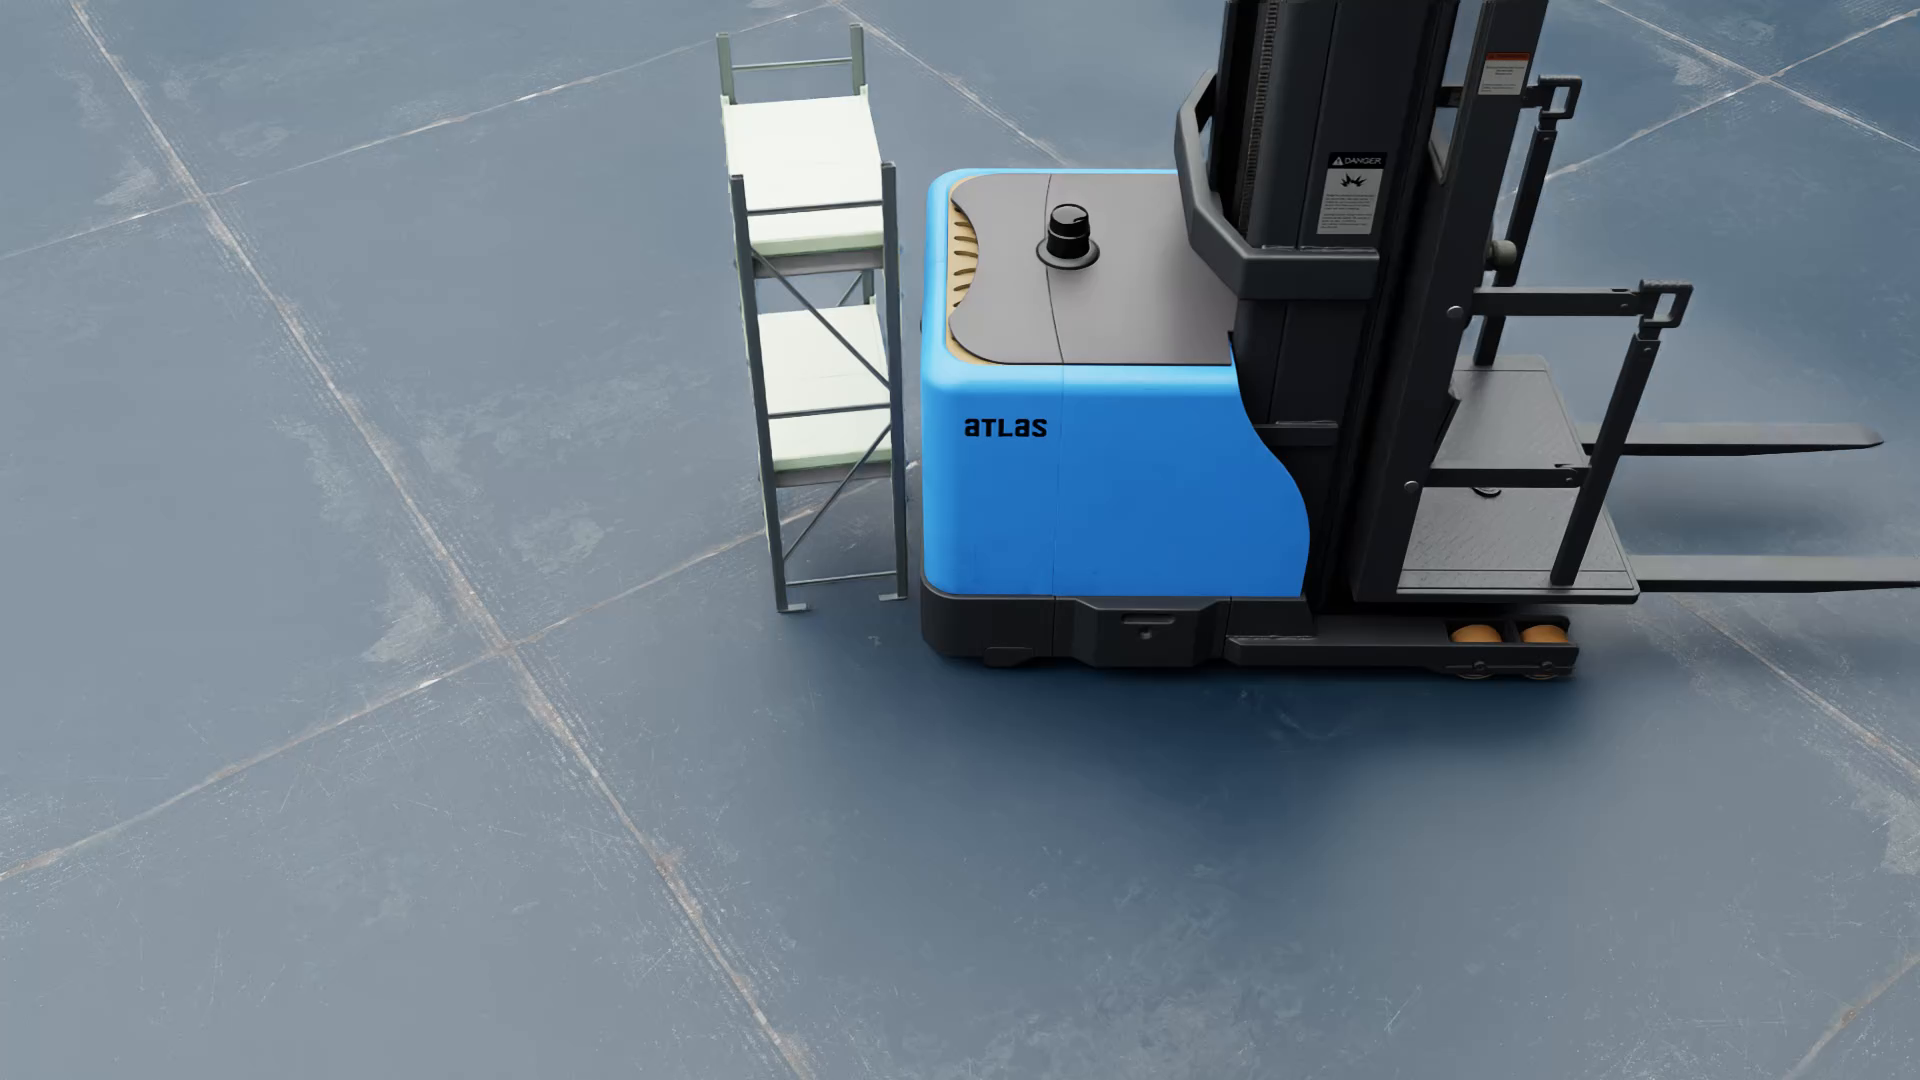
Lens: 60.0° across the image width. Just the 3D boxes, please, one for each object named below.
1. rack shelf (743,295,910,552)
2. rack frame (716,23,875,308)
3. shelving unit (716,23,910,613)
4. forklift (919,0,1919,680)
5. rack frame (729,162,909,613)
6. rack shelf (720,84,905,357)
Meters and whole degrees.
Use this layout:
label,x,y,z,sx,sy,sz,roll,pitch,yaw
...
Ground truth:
label,x,y,z,sx,sy,sz,roll,pitch,yaw
rack shelf,-0.410,-0.363,5.016,0.431,0.370,0.720,-6,44,-6
rack frame,-0.464,-0.849,5.053,0.400,1.500,0.023,-6,44,-6
shelving unit,-0.410,-0.599,4.791,0.431,1.500,0.755,-6,44,-6
forklift,1.405,-1.027,4.203,3.031,2.935,1.130,0,44,0
rack frame,-0.355,-0.349,4.530,0.400,1.500,0.023,-6,44,-6
rack shelf,-0.410,-0.881,4.522,0.431,0.370,0.720,-6,44,-6
